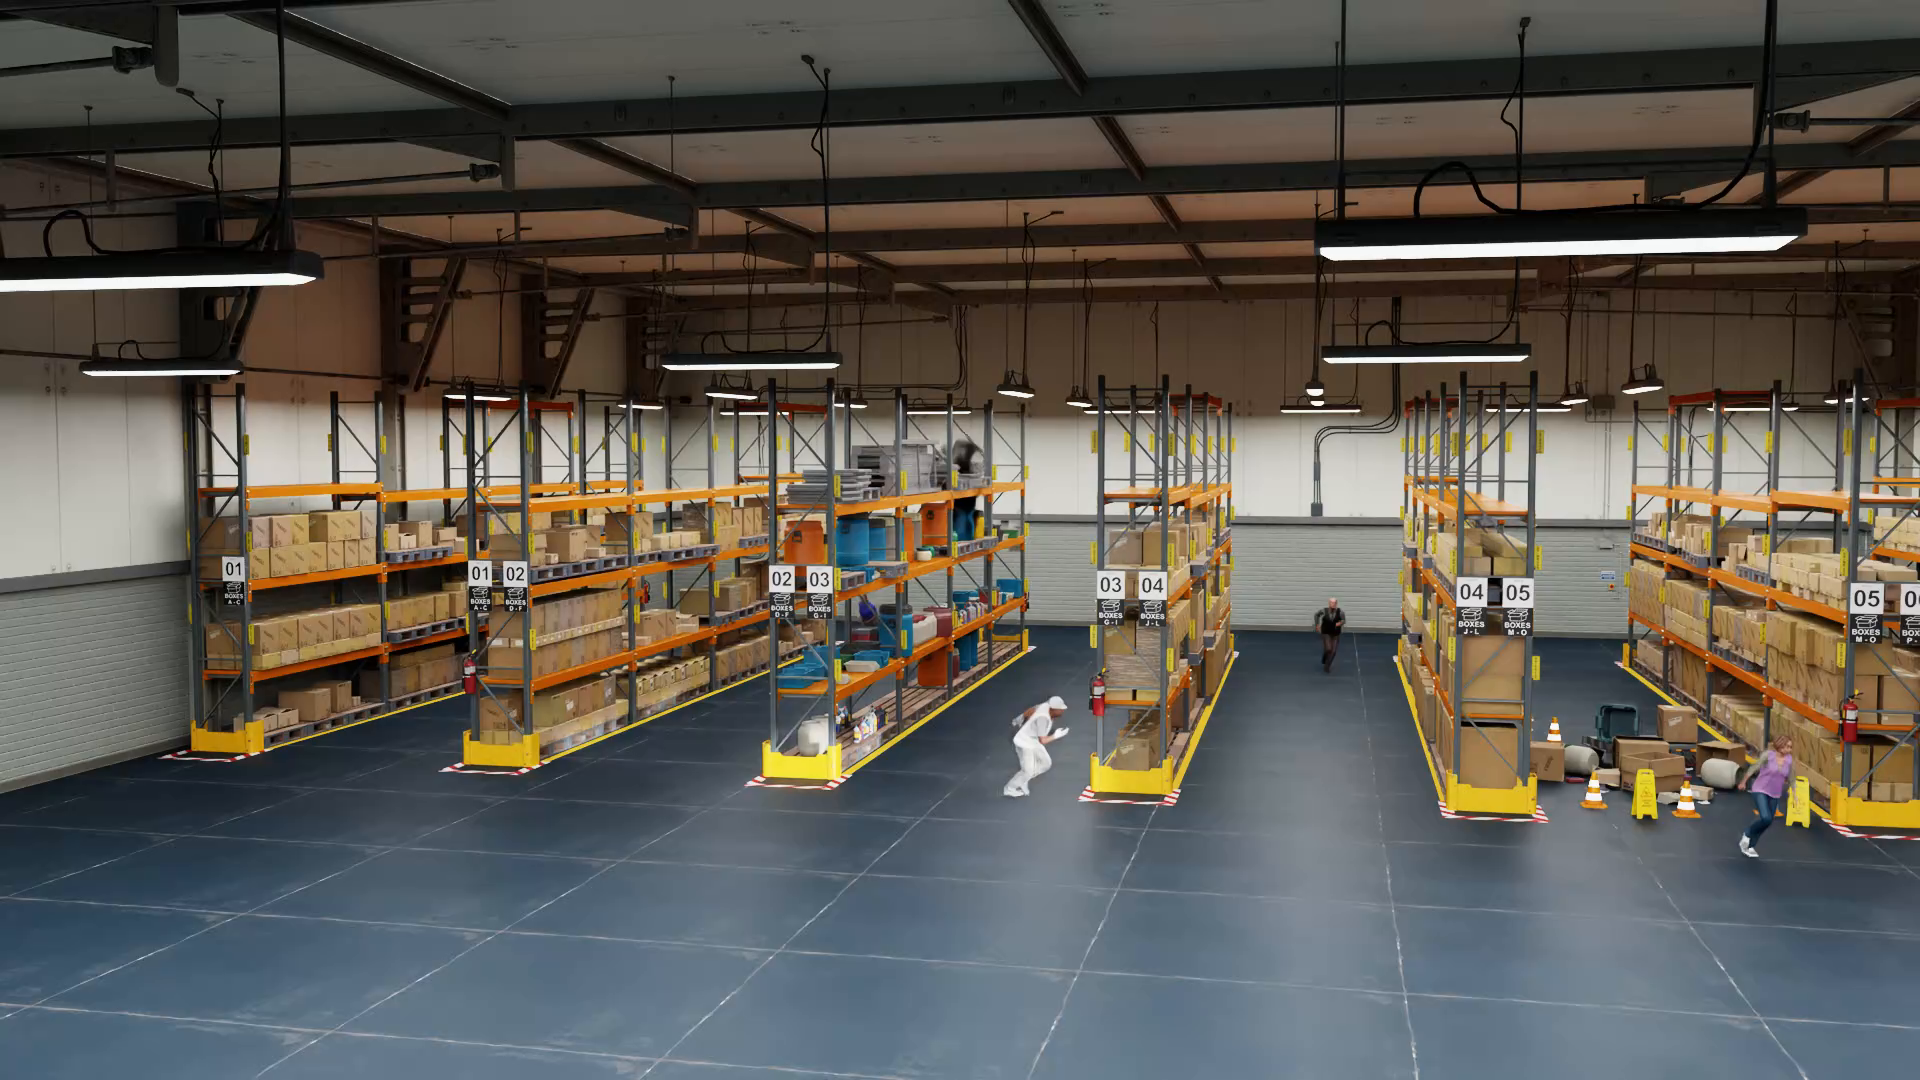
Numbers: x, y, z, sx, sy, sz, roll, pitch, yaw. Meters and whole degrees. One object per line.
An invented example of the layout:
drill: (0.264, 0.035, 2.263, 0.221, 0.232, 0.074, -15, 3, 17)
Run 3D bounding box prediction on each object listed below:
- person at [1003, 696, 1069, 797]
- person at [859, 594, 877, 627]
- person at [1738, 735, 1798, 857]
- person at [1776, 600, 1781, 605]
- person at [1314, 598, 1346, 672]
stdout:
person: (1.074, 2.906, 23.411, 1.010, 1.472, 0.669, 1, 3, 20)
person: (-2.133, 1.987, 39.565, 0.595, 1.460, 1.013, 2, 4, 25)
person: (9.763, 3.183, 20.081, 0.516, 1.324, 0.689, -1, 3, -10)
person: (18.883, 1.918, 38.825, 0.622, 1.727, 0.675, 0, 3, -7)
person: (8.153, 2.094, 36.552, 0.631, 1.648, 0.729, 0, 3, -4)
